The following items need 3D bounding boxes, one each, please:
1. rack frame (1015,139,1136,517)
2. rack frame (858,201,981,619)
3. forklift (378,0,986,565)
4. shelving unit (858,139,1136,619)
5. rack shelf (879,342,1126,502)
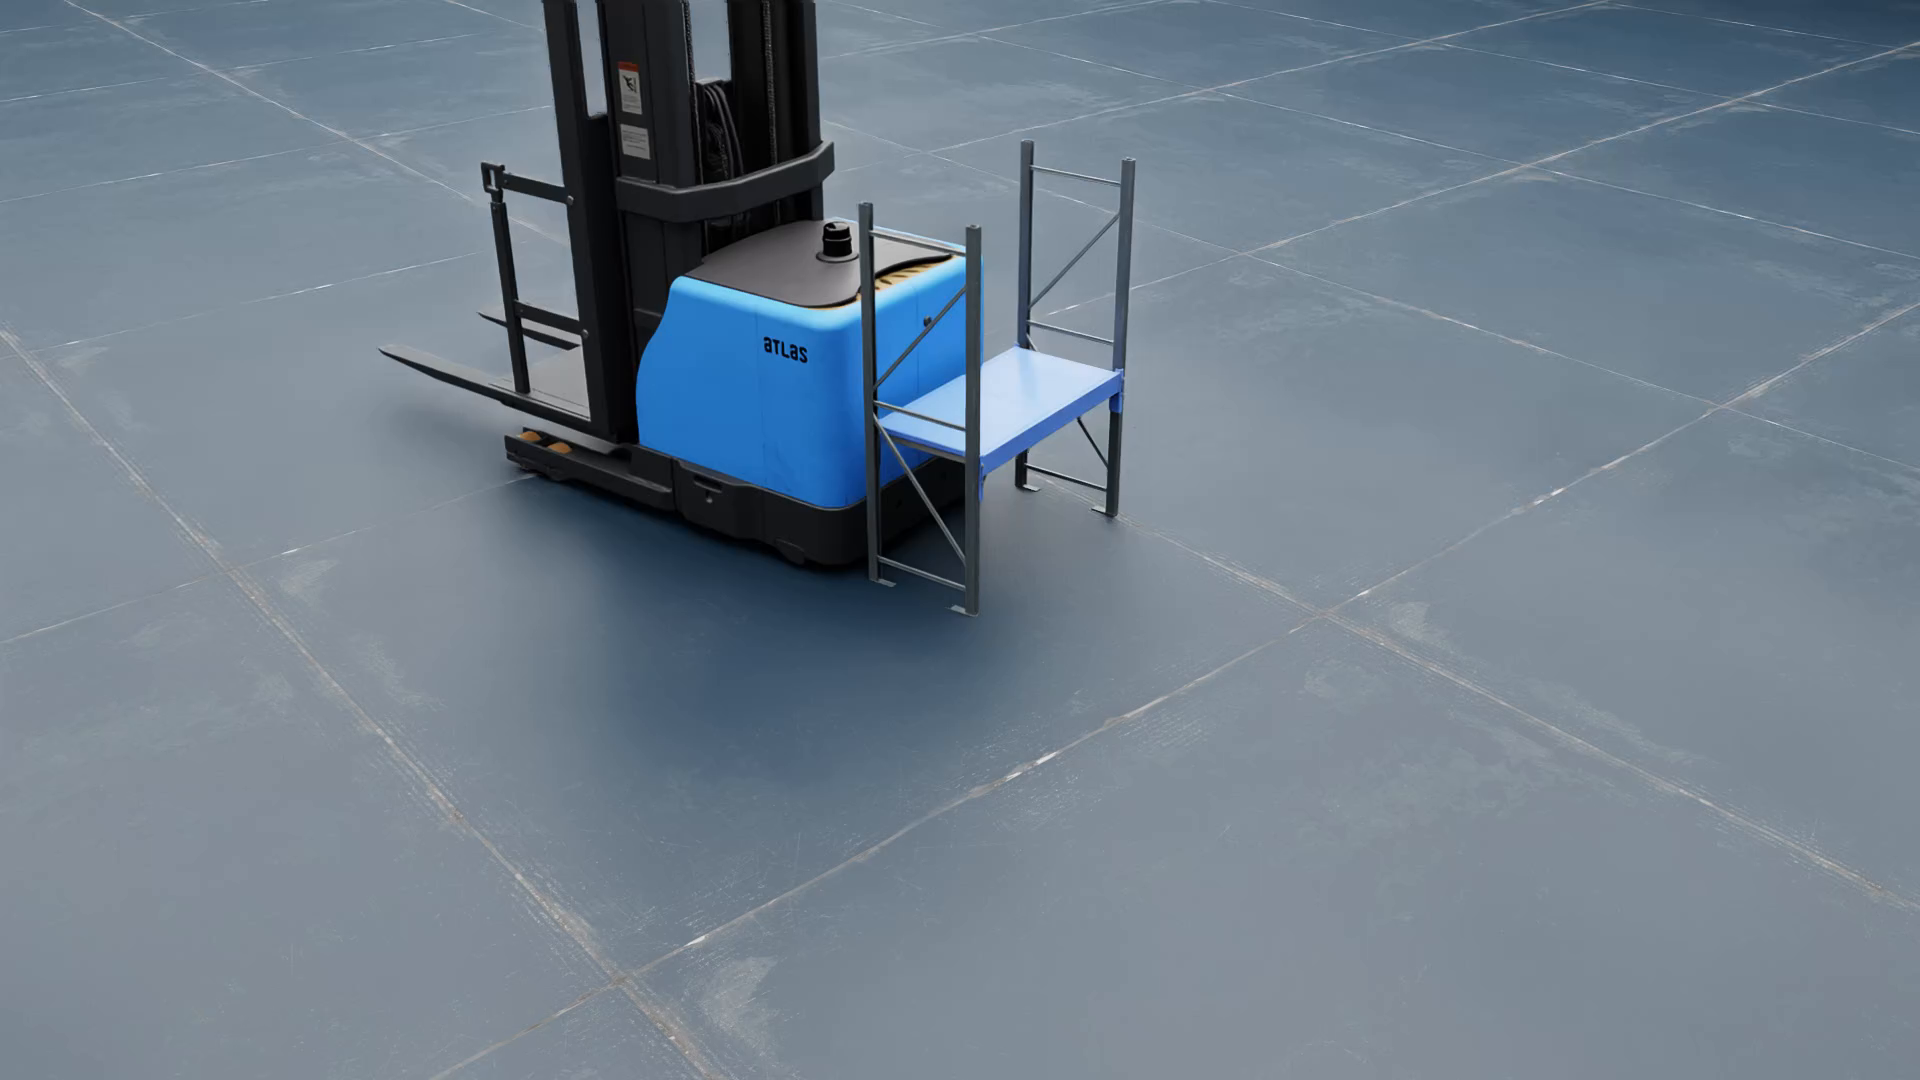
[{"bbox_3d":[0.449,-0.832,6.715,0.500,1.500,0.032,19,33,31],"label":"rack frame"},{"bbox_3d":[-0.141,-0.441,5.985,0.500,1.500,0.032,19,33,31],"label":"rack frame"},{"bbox_3d":[-1.382,-1.730,6.877,3.031,2.935,1.130,19,33,31],"label":"forklift"},{"bbox_3d":[0.154,-0.637,6.350,0.538,1.500,1.048,19,33,31],"label":"shelving unit"},{"bbox_3d":[0.154,-0.478,6.435,0.538,0.185,1.000,19,33,31],"label":"rack shelf"}]
